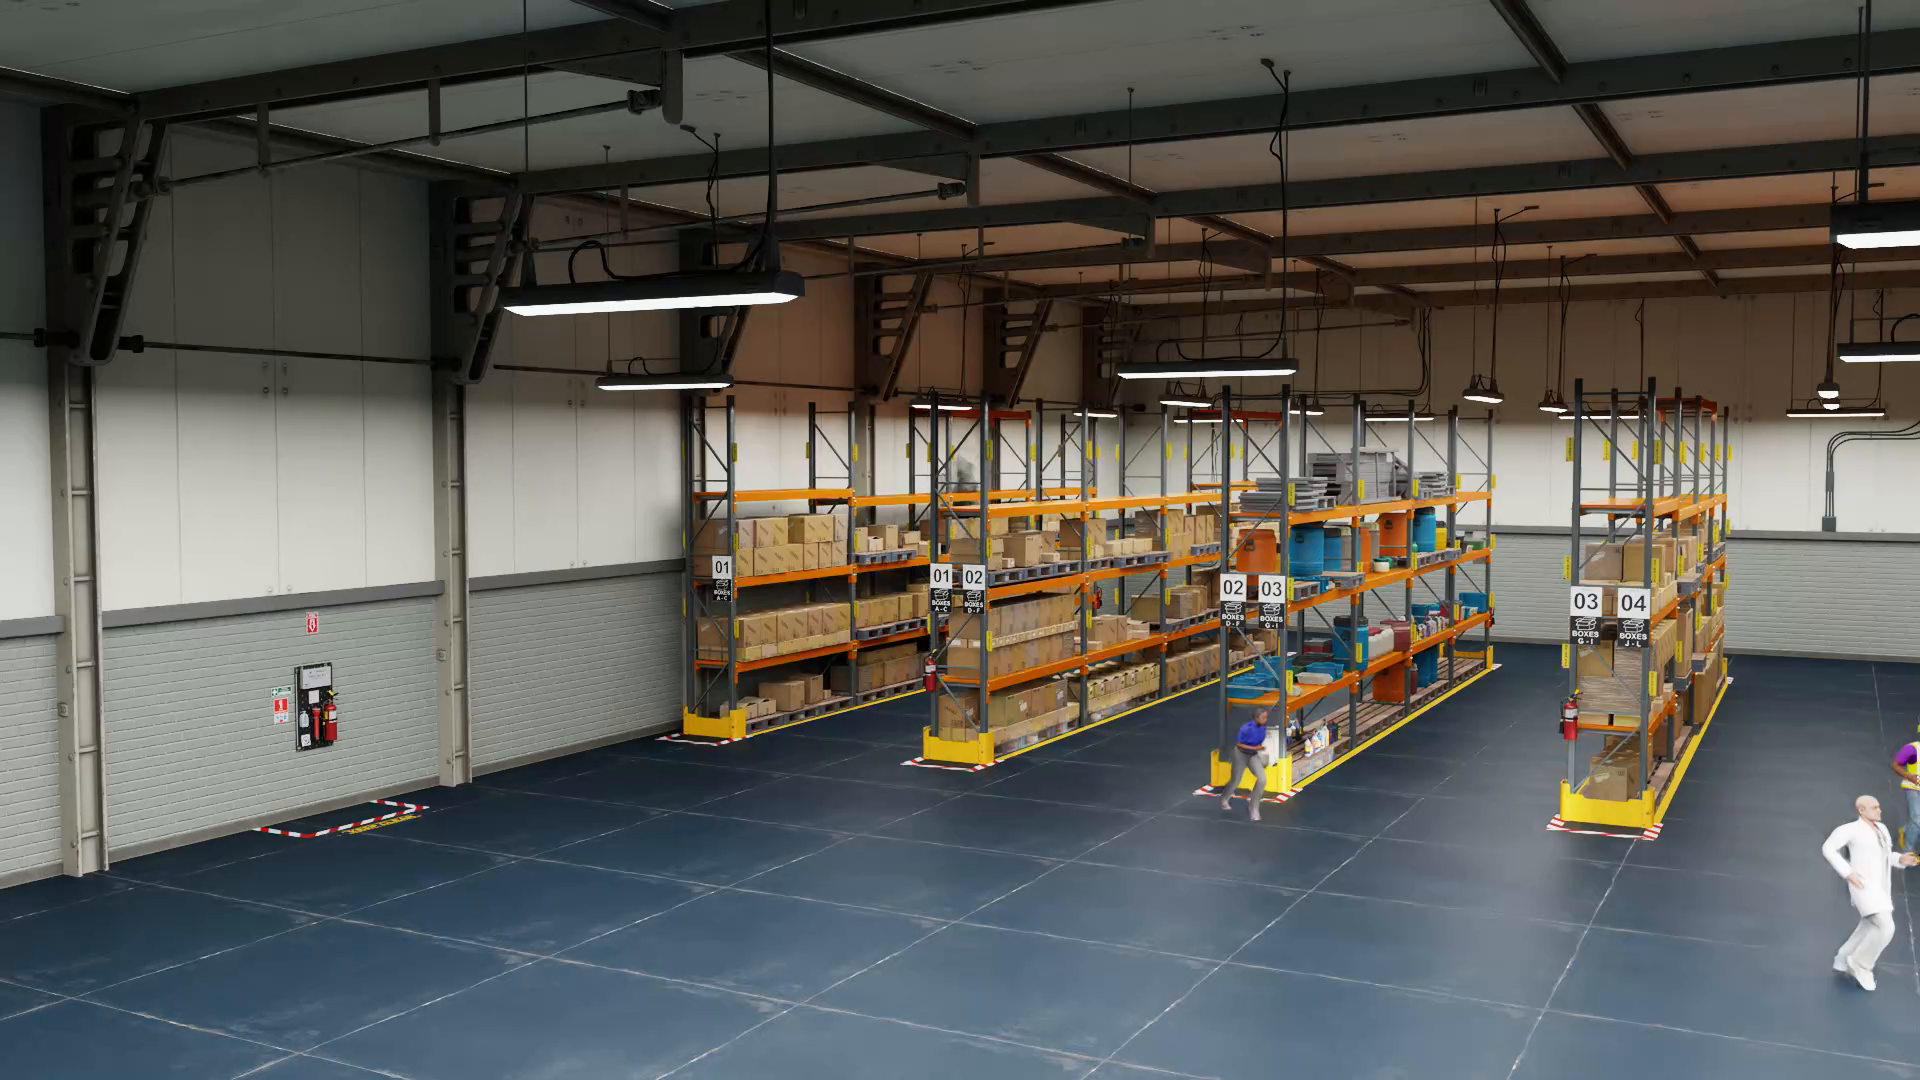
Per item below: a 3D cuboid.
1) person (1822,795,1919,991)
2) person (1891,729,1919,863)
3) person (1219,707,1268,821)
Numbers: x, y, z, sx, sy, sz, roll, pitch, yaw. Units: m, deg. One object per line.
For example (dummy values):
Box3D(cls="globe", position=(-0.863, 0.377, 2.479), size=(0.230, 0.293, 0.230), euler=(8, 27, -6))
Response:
Box3D(cls="person", position=(8.541, 3.305, 15.572), size=(0.685, 1.808, 0.737), euler=(-2, 4, -33))
Box3D(cls="person", position=(11.824, 3.080, 20.426), size=(0.730, 1.712, 0.631), euler=(0, 3, -1))
Box3D(cls="person", position=(3.929, 3.047, 22.842), size=(0.614, 1.601, 0.964), euler=(-2, 4, -31))
